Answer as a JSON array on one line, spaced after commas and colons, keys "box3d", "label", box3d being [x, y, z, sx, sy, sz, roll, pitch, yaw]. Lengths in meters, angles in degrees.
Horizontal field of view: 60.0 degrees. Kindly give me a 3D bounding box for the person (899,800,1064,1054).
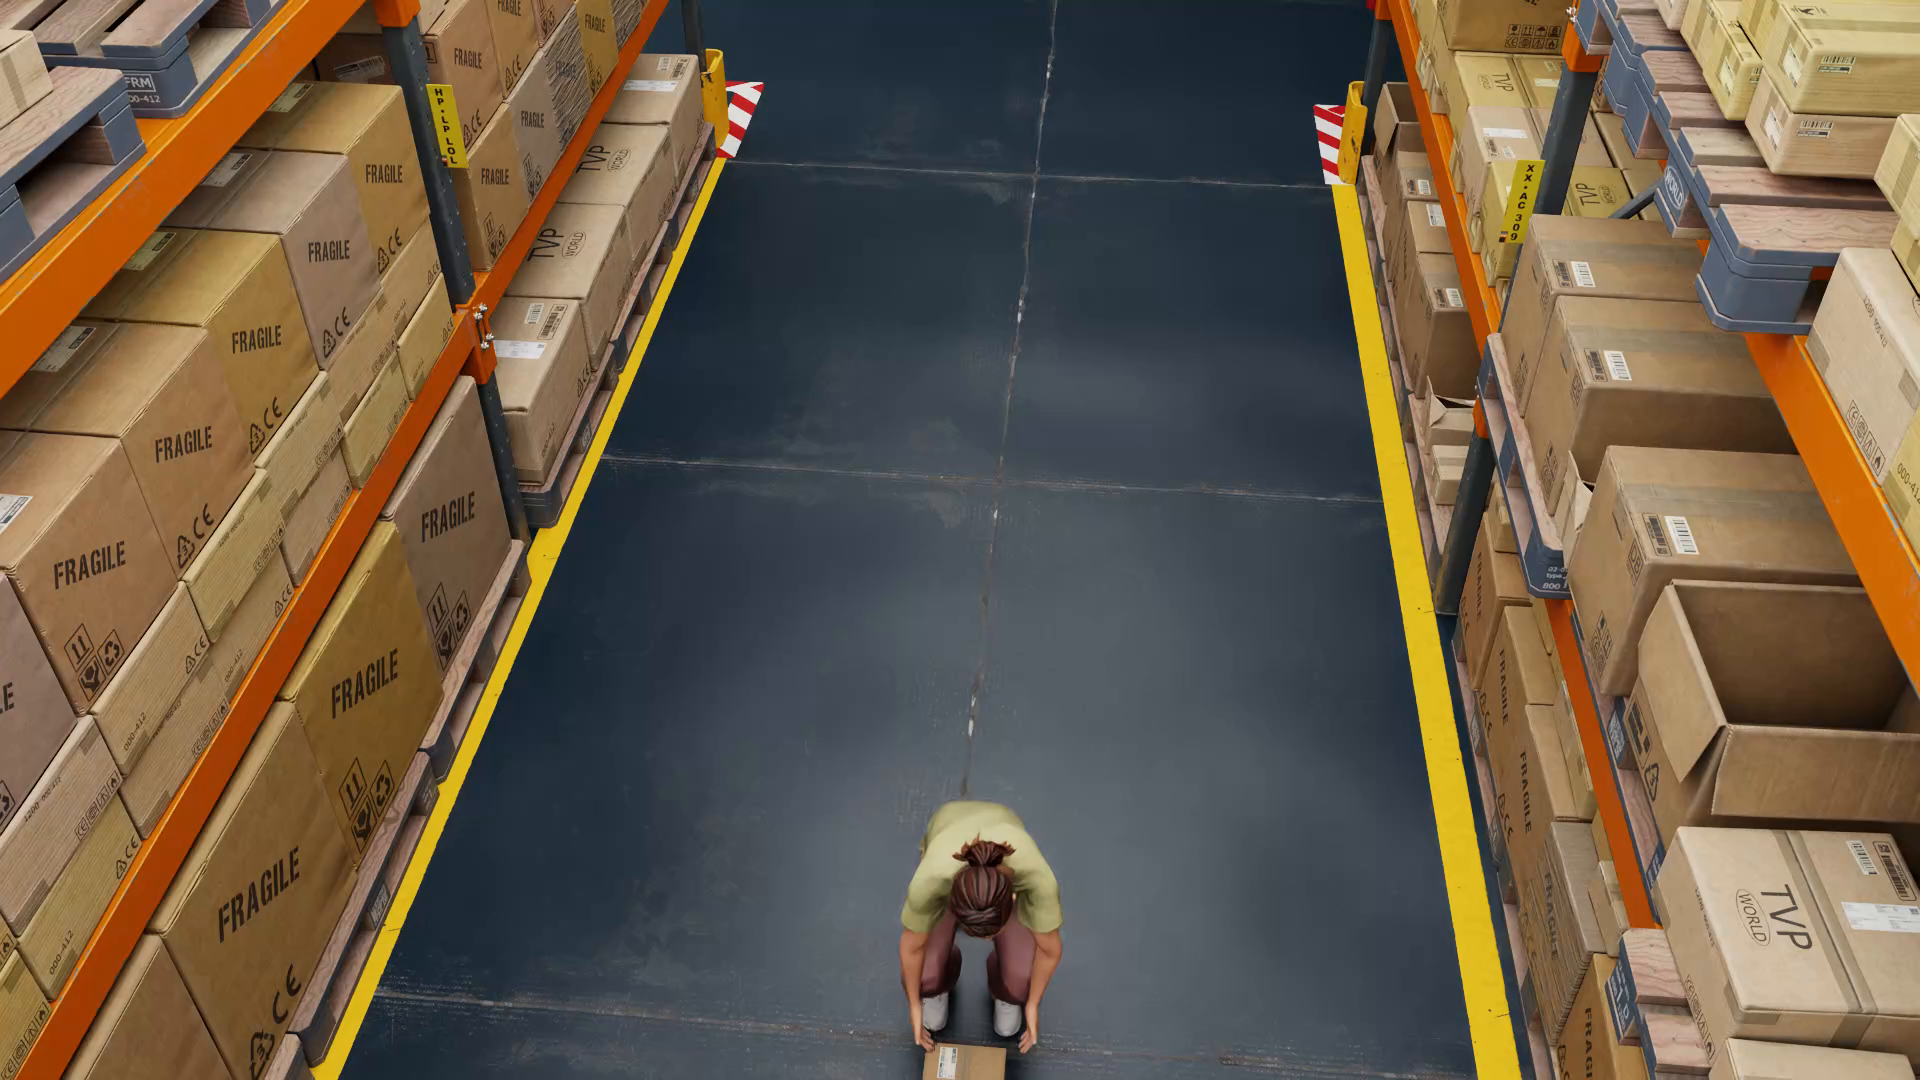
[{"box3d": [0.072, 1.187, 5.199, 0.503, 1.102, 0.757, 3, 40, 4], "label": "person"}]
